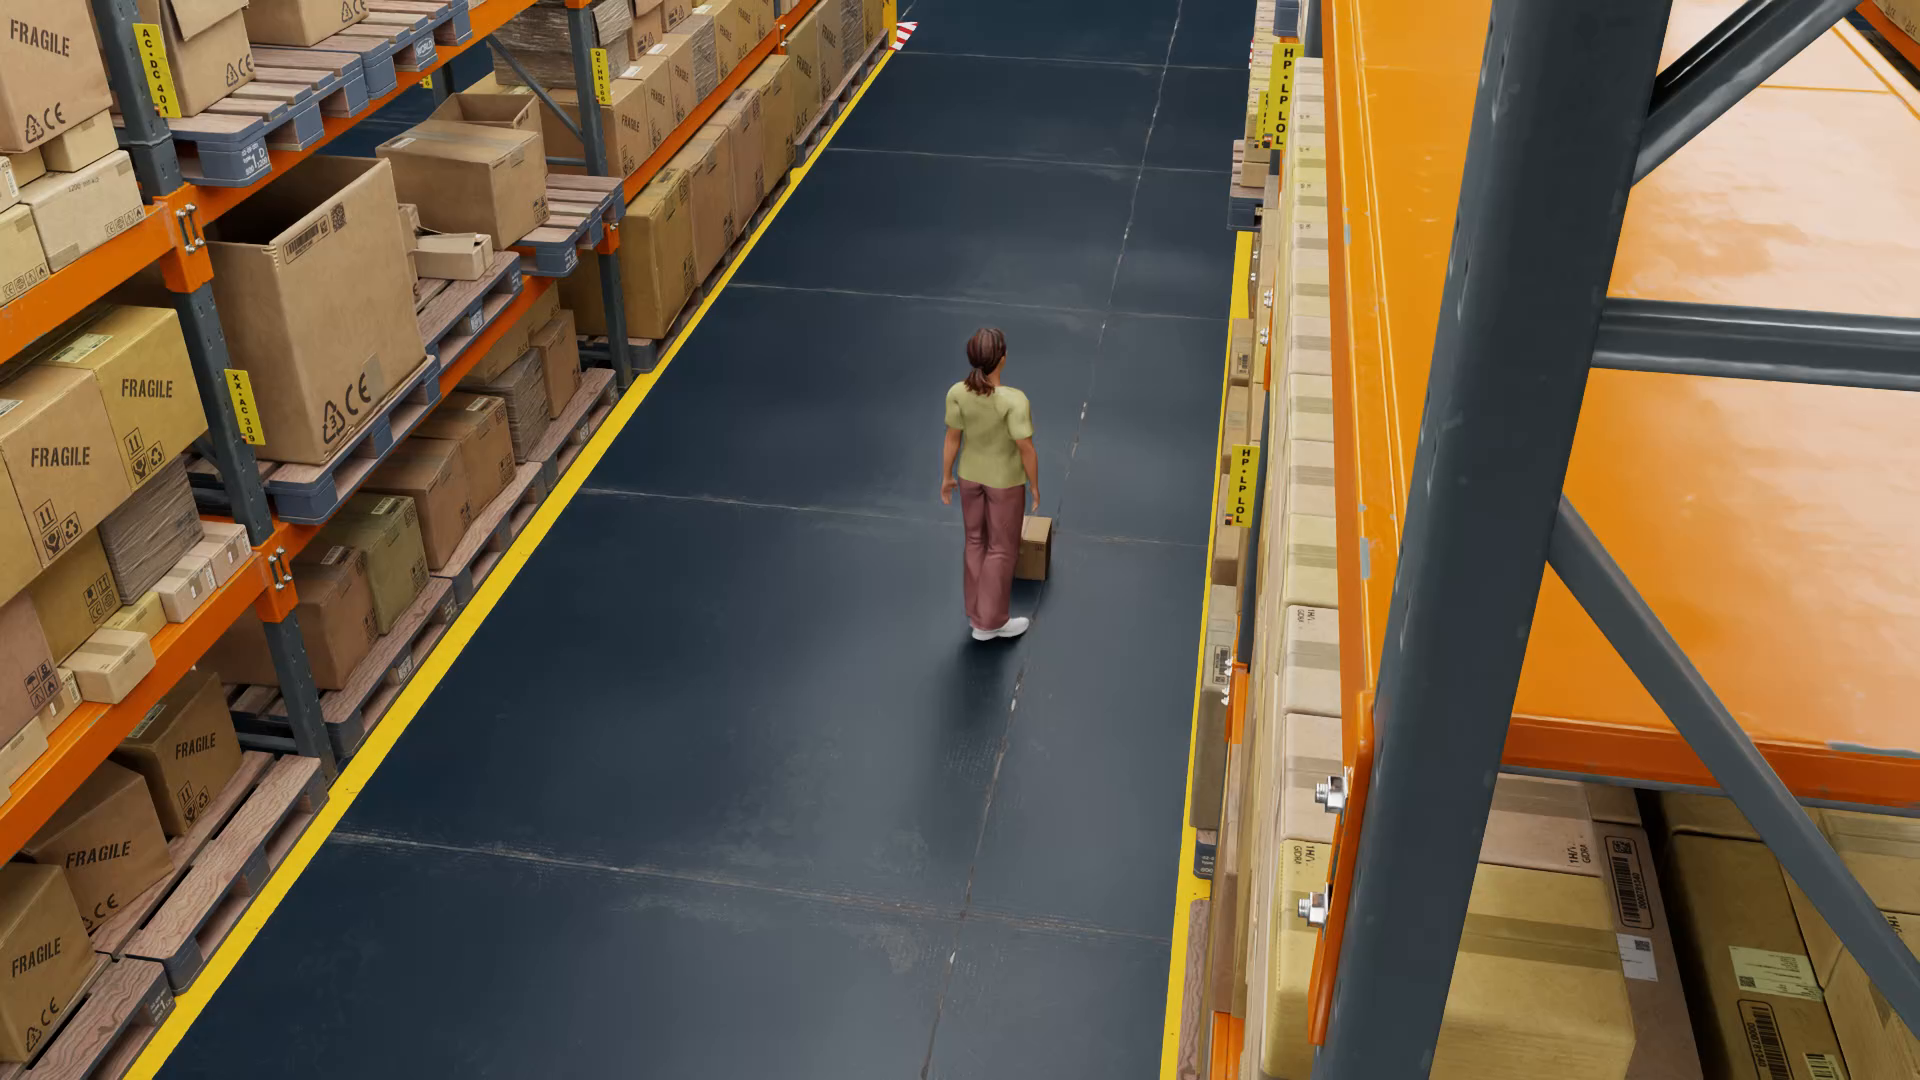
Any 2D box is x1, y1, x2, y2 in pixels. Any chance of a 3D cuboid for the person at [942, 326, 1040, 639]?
[{"bbox_3d":[0.160,-0.285,8.169,0.486,1.666,0.405,14,35,21],"label":"person"}]
